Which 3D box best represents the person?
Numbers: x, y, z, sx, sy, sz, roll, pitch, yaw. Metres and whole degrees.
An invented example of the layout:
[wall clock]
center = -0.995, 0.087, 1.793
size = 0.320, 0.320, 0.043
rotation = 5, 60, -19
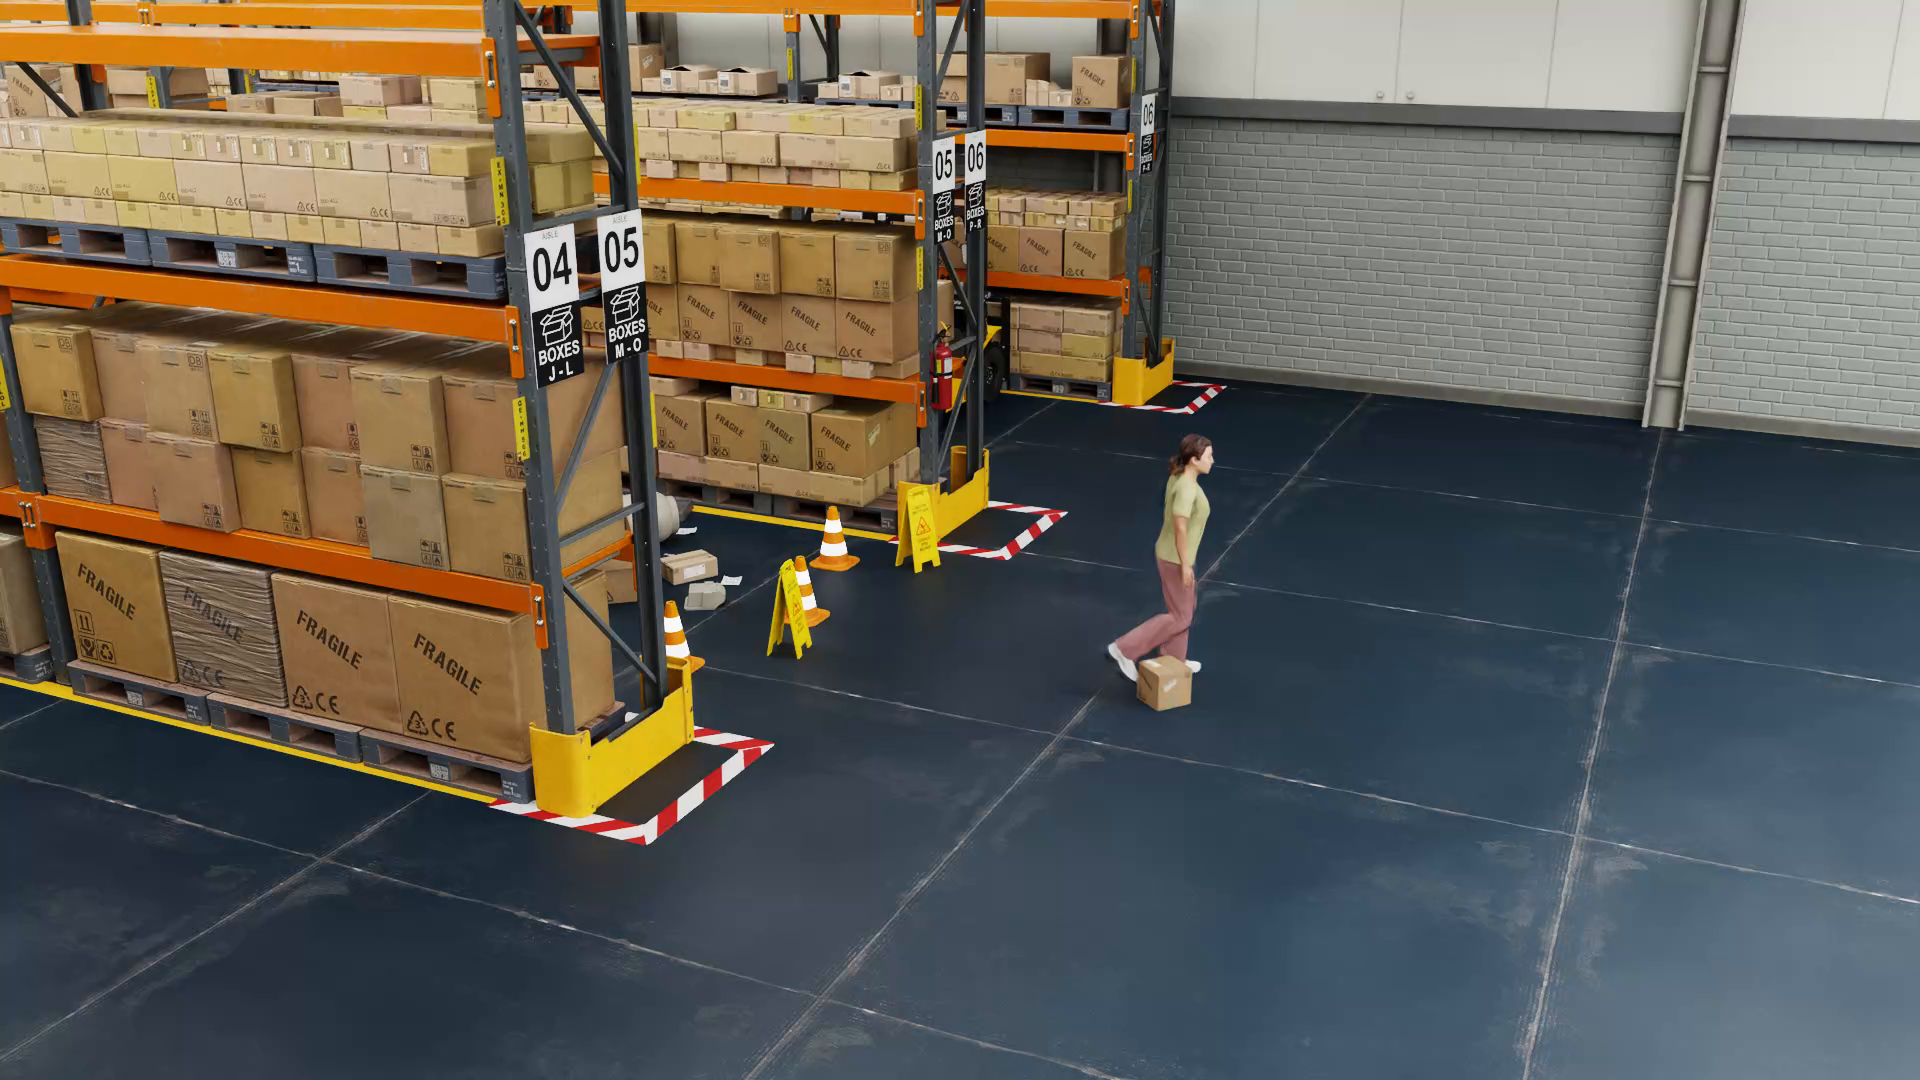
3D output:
[person]
center = 1.278, 0.133, 10.661
size = 0.644, 1.654, 0.502
rotation = 0, 19, 0
